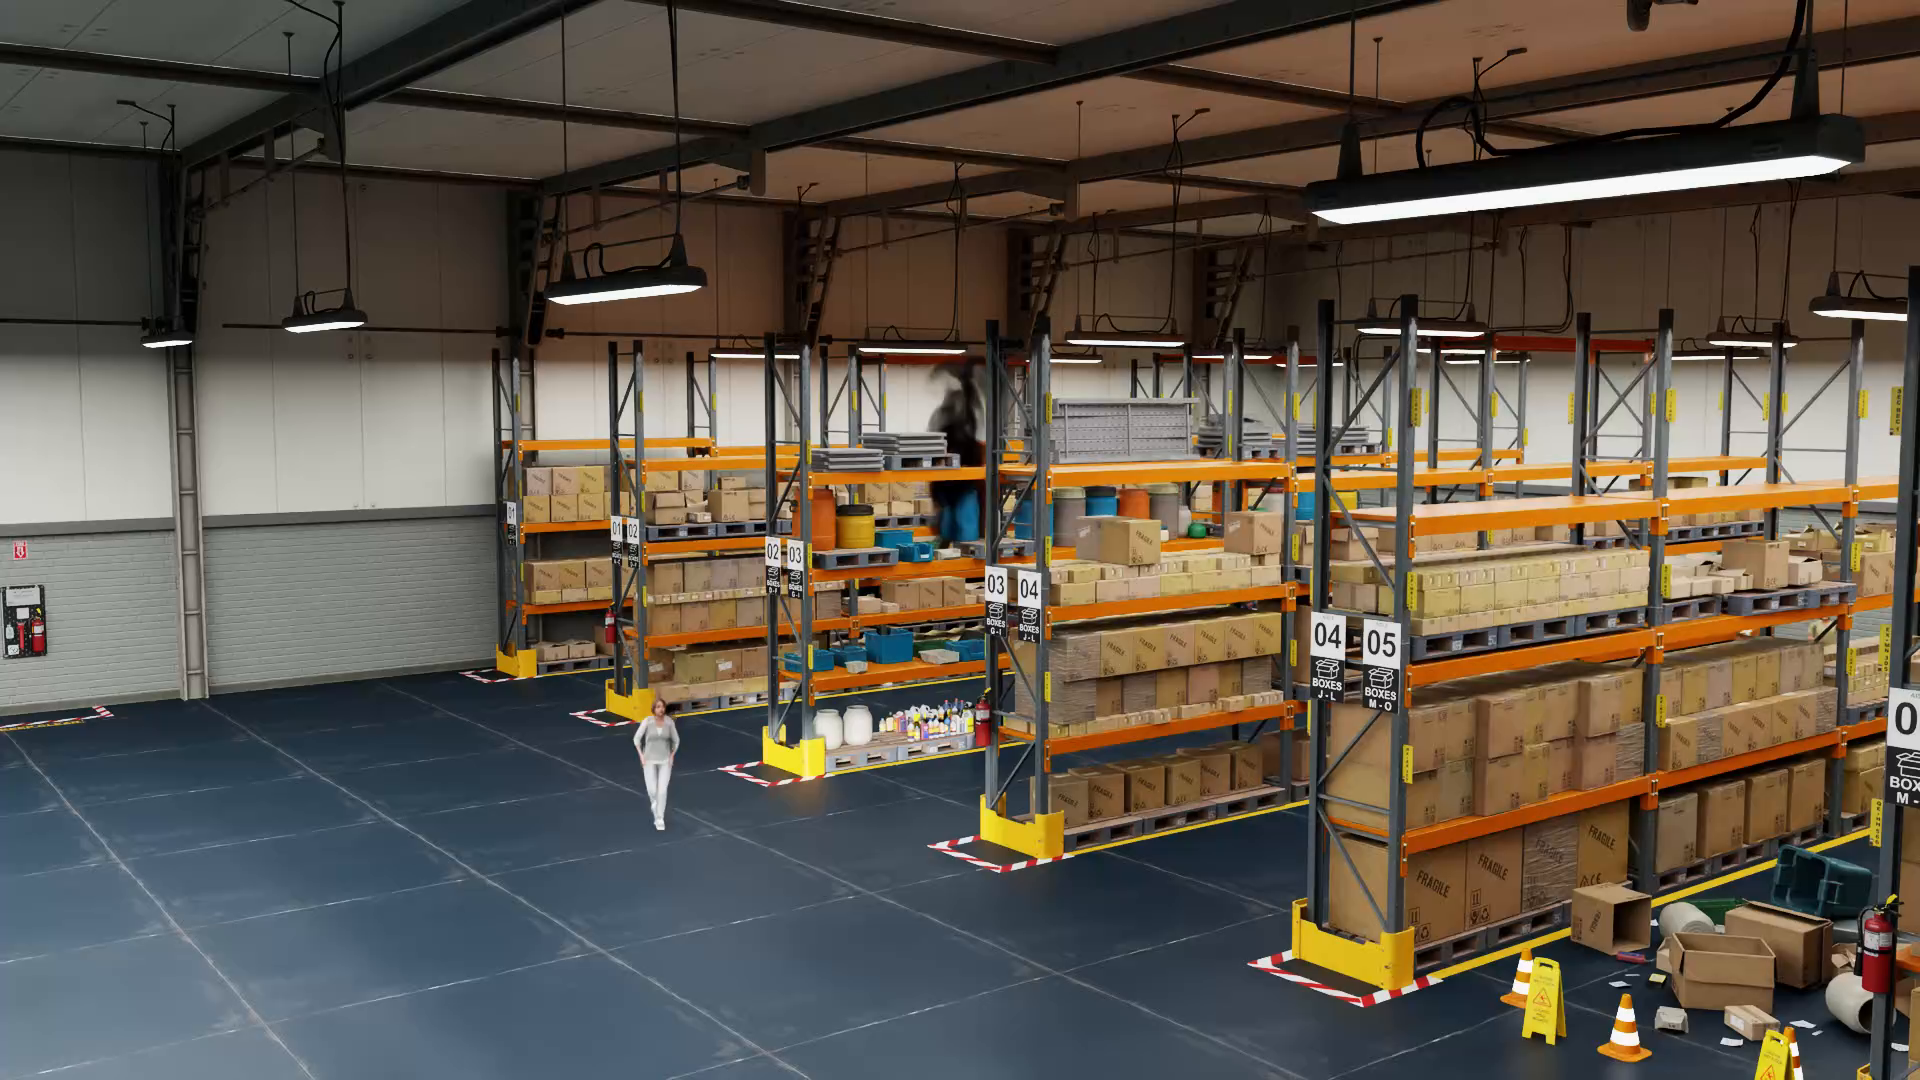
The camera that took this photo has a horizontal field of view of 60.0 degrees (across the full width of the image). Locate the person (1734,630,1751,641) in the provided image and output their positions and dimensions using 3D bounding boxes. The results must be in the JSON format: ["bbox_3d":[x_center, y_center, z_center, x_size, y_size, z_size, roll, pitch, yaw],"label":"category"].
[{"bbox_3d":[11.275,2.146,24.020,0.983,1.805,0.651,-4,6,-39],"label":"person"}]

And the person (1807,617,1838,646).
[{"bbox_3d":[14.348,1.920,27.568,0.528,1.702,0.749,4,6,36],"label":"person"}]

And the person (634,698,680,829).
[{"bbox_3d":[-3.607,2.656,19.836,0.538,1.566,0.500,-1,5,-16],"label":"person"}]
